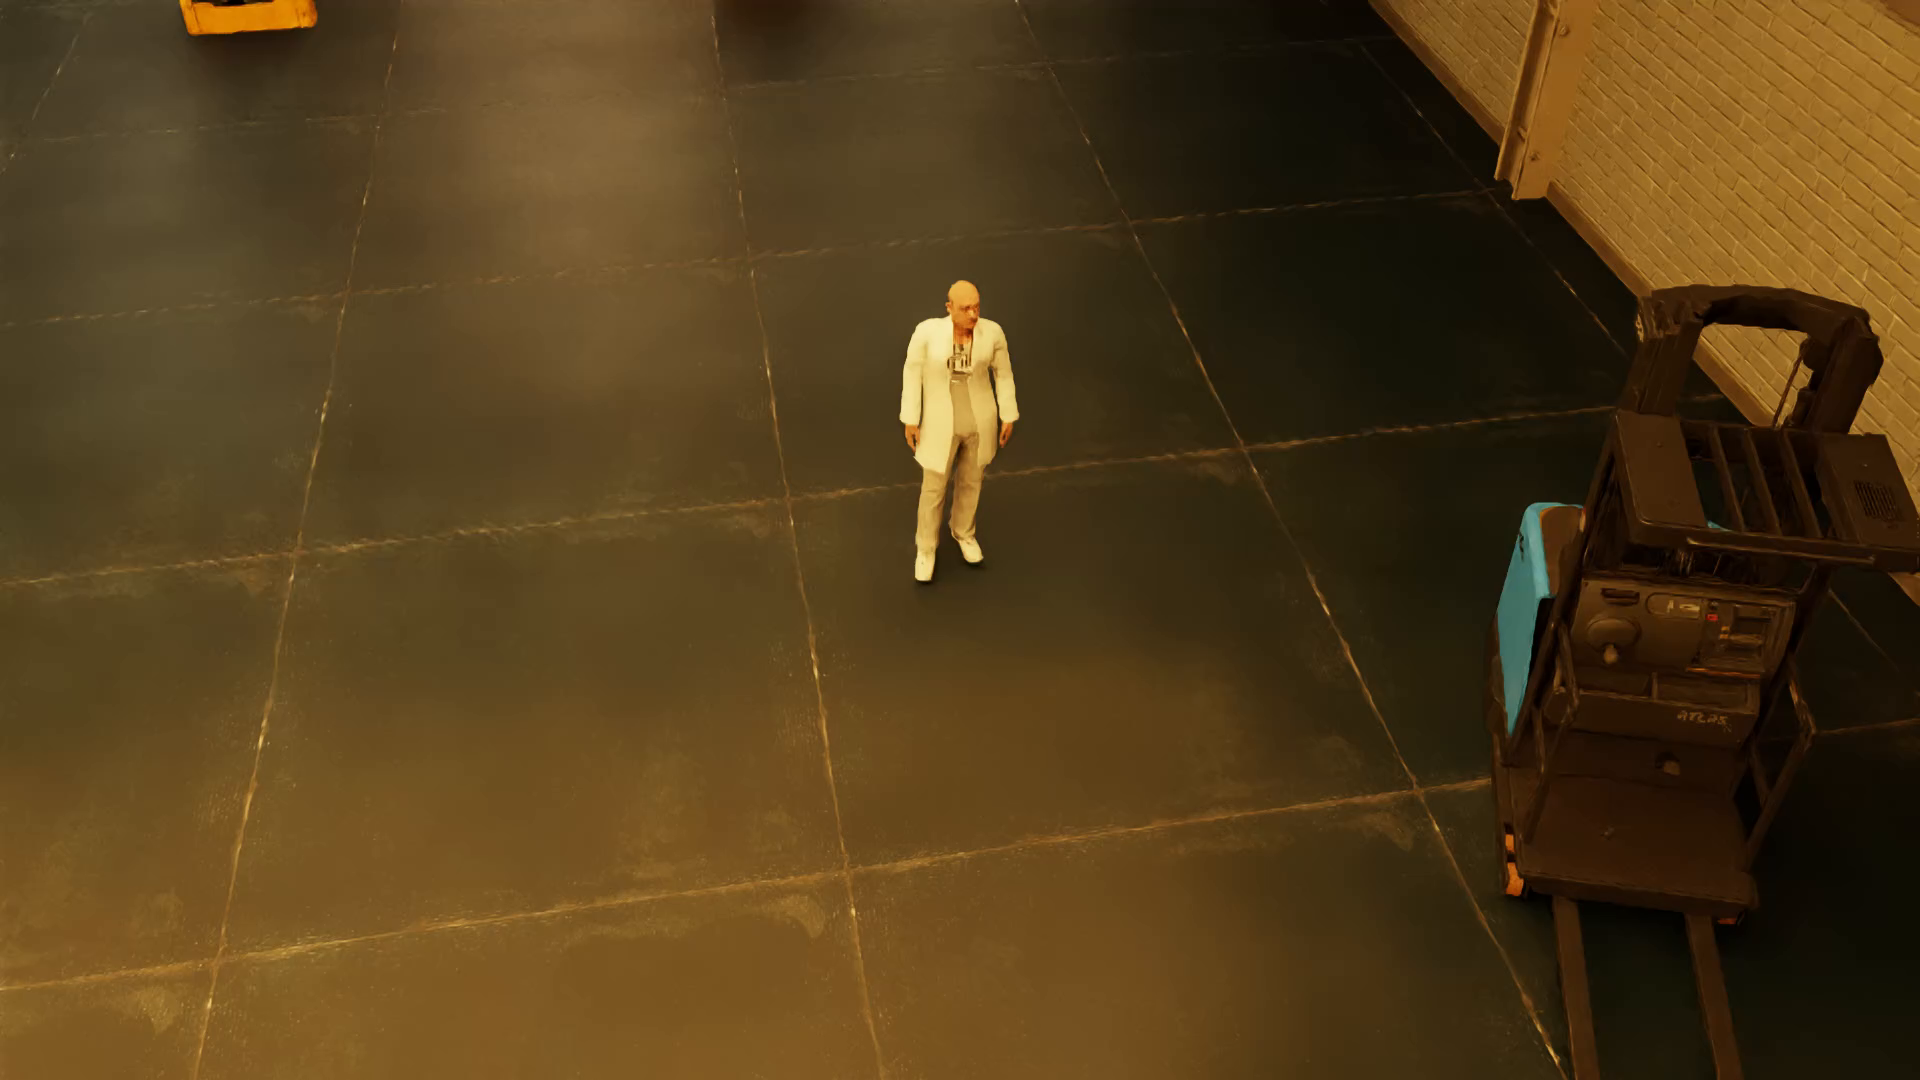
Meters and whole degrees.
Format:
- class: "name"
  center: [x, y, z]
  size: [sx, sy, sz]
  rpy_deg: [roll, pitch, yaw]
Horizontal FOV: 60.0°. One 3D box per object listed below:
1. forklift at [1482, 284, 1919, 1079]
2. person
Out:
- class: "forklift"
  center: [3.247, 0.481, 7.392]
  size: [1.130, 2.935, 3.031]
  rpy_deg: [6, 41, 8]
- class: "person"
  center: [0.011, -0.624, 9.571]
  size: [0.694, 1.776, 0.579]
  rpy_deg: [-7, 41, -8]
